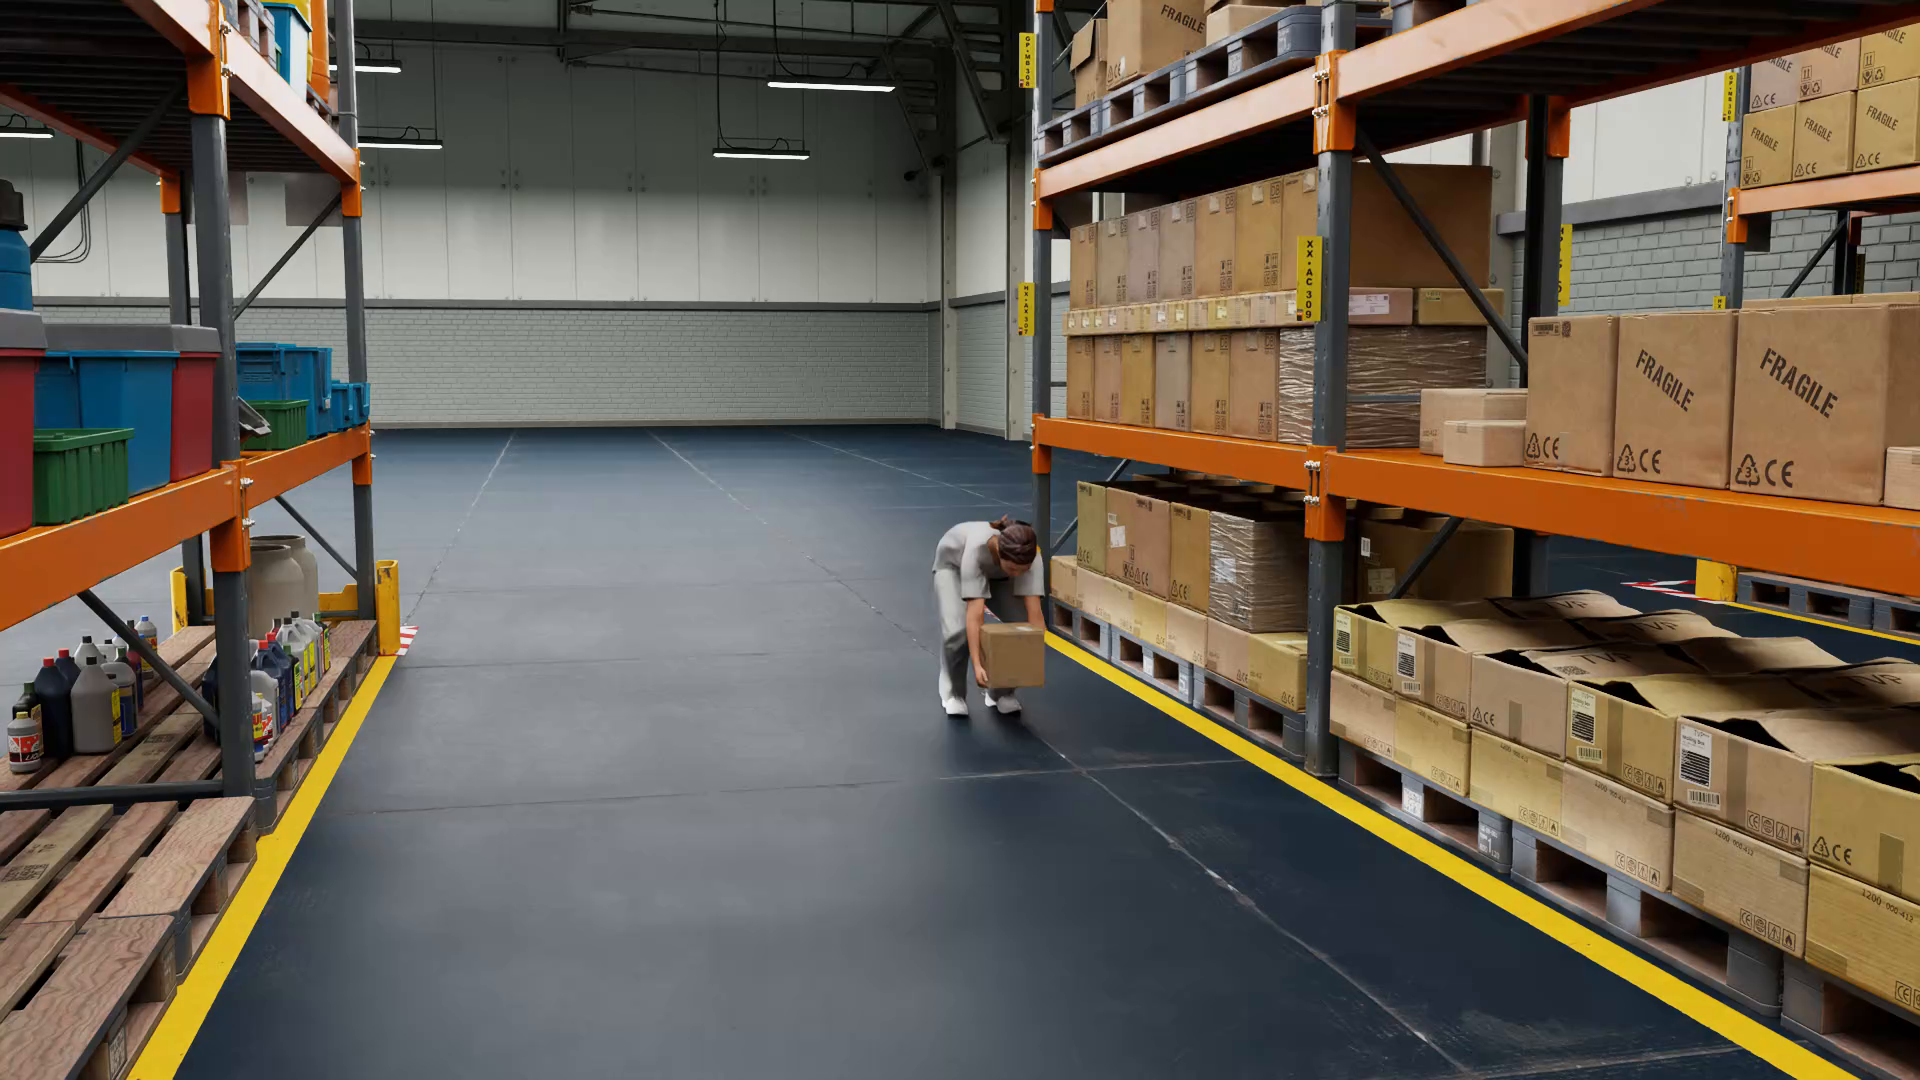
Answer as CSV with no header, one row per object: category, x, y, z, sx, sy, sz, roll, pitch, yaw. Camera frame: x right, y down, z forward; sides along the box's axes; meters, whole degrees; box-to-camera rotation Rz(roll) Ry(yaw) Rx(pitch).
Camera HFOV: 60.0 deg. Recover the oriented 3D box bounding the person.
person,0.142,0.358,7.711,0.475,0.949,0.865,-2,7,-18
